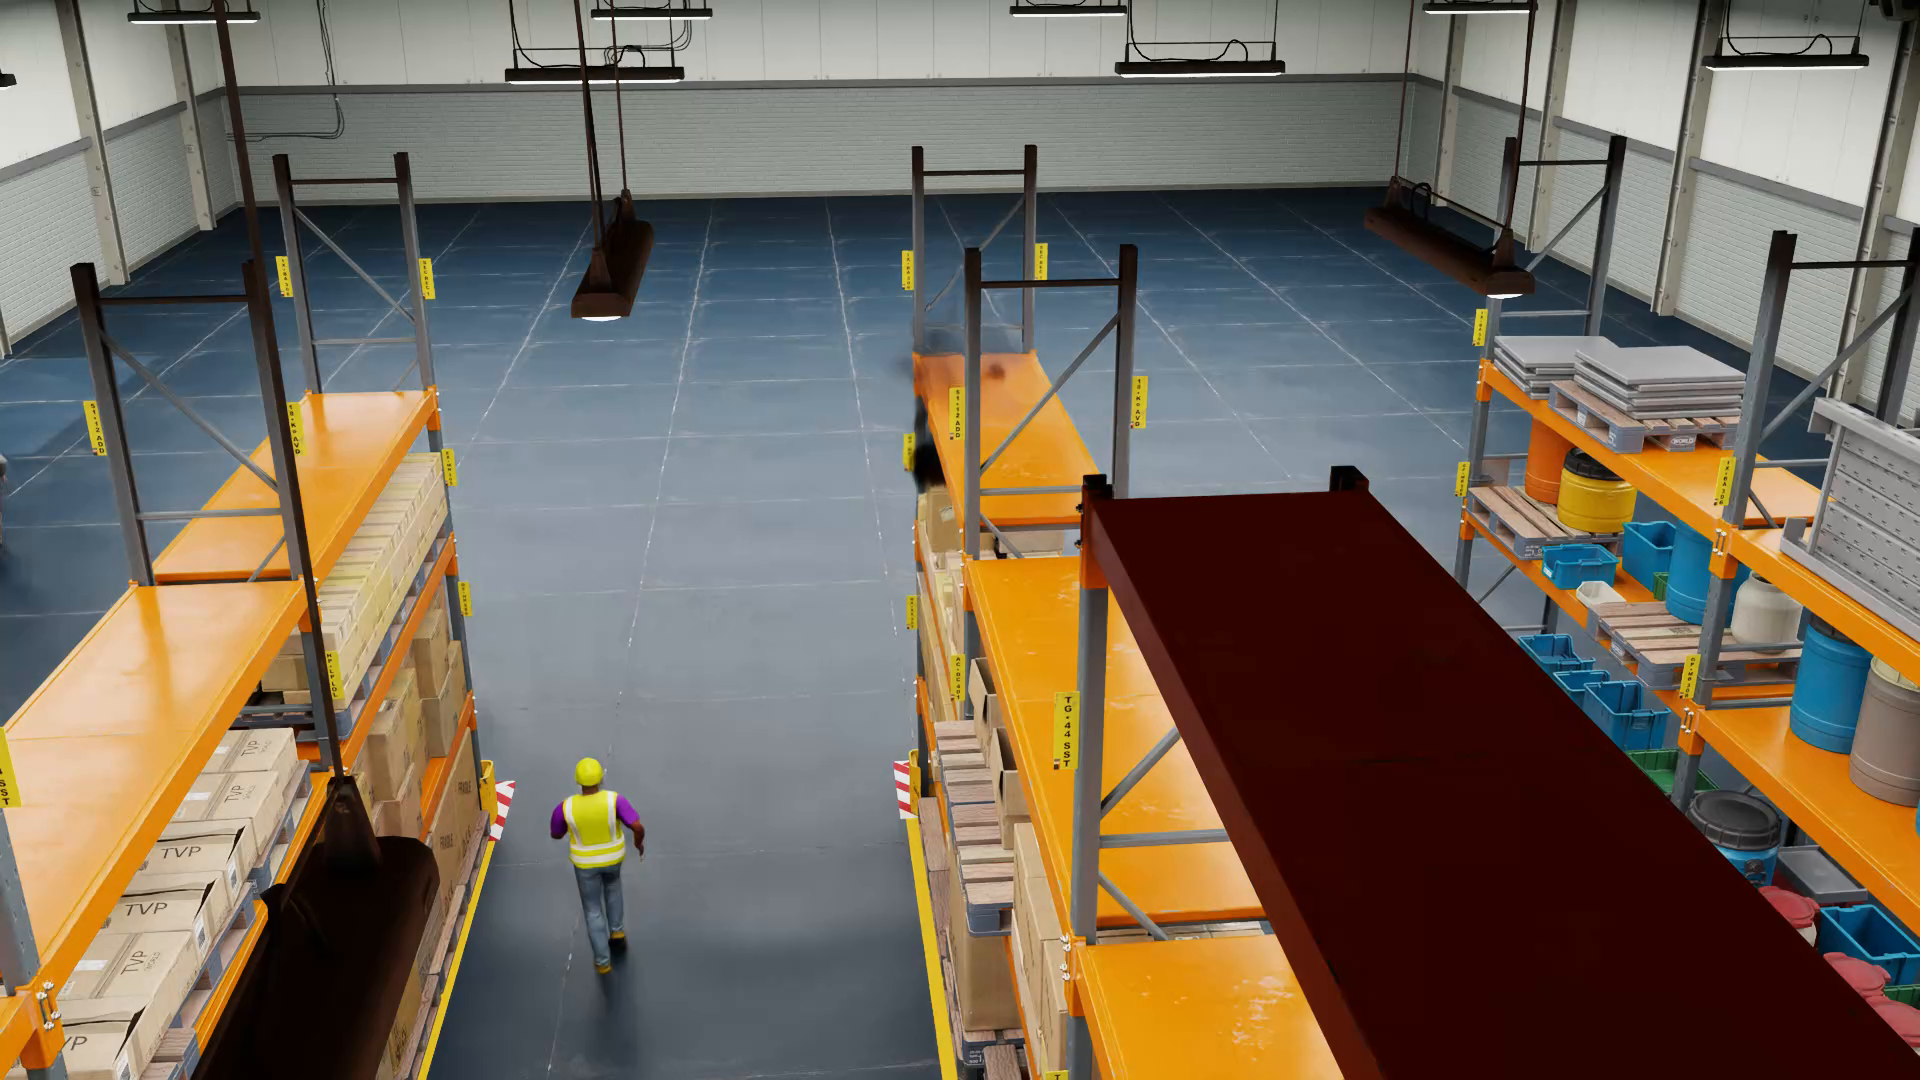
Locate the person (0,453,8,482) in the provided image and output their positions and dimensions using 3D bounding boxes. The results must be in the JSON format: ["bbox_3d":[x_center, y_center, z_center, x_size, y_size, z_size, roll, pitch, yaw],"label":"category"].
[{"bbox_3d":[-12.280,-0.634,20.846,0.656,1.707,0.970,-18,28,-38],"label":"person"}]

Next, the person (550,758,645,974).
[{"bbox_3d":[-2.806,2.504,12.929,0.678,1.831,0.770,-8,23,-19],"label":"person"}]
